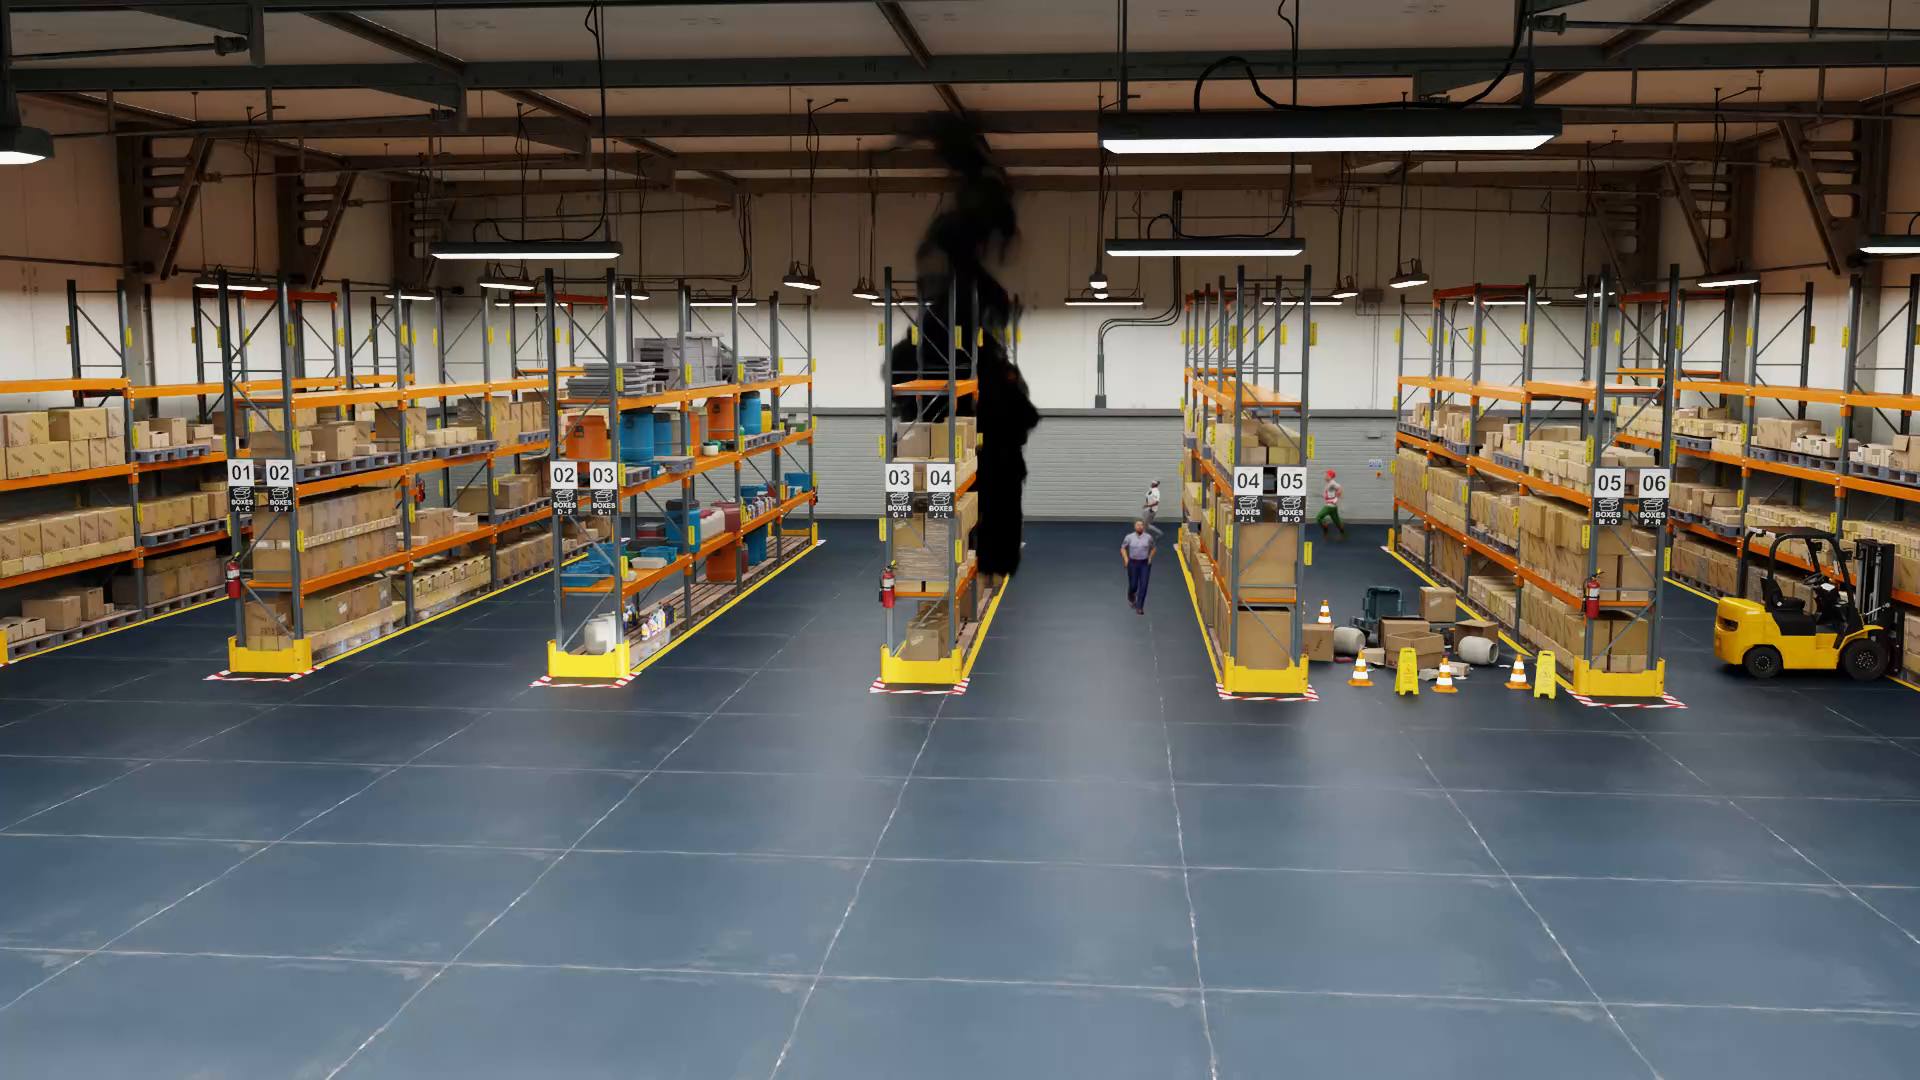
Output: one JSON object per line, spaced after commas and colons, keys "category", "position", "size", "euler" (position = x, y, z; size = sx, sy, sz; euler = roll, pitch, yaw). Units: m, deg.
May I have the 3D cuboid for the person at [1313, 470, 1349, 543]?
{"category": "person", "position": [9.057, -0.812, 40.573], "size": [0.888, 1.790, 0.677], "euler": [2, 7, 14]}

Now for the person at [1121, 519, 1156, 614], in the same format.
{"category": "person", "position": [3.082, 0.452, 28.653], "size": [0.609, 1.607, 0.584], "euler": [0, 7, -1]}

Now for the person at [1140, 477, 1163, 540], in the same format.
{"category": "person", "position": [4.615, -0.729, 40.669], "size": [0.683, 1.639, 0.695], "euler": [0, 7, -2]}
